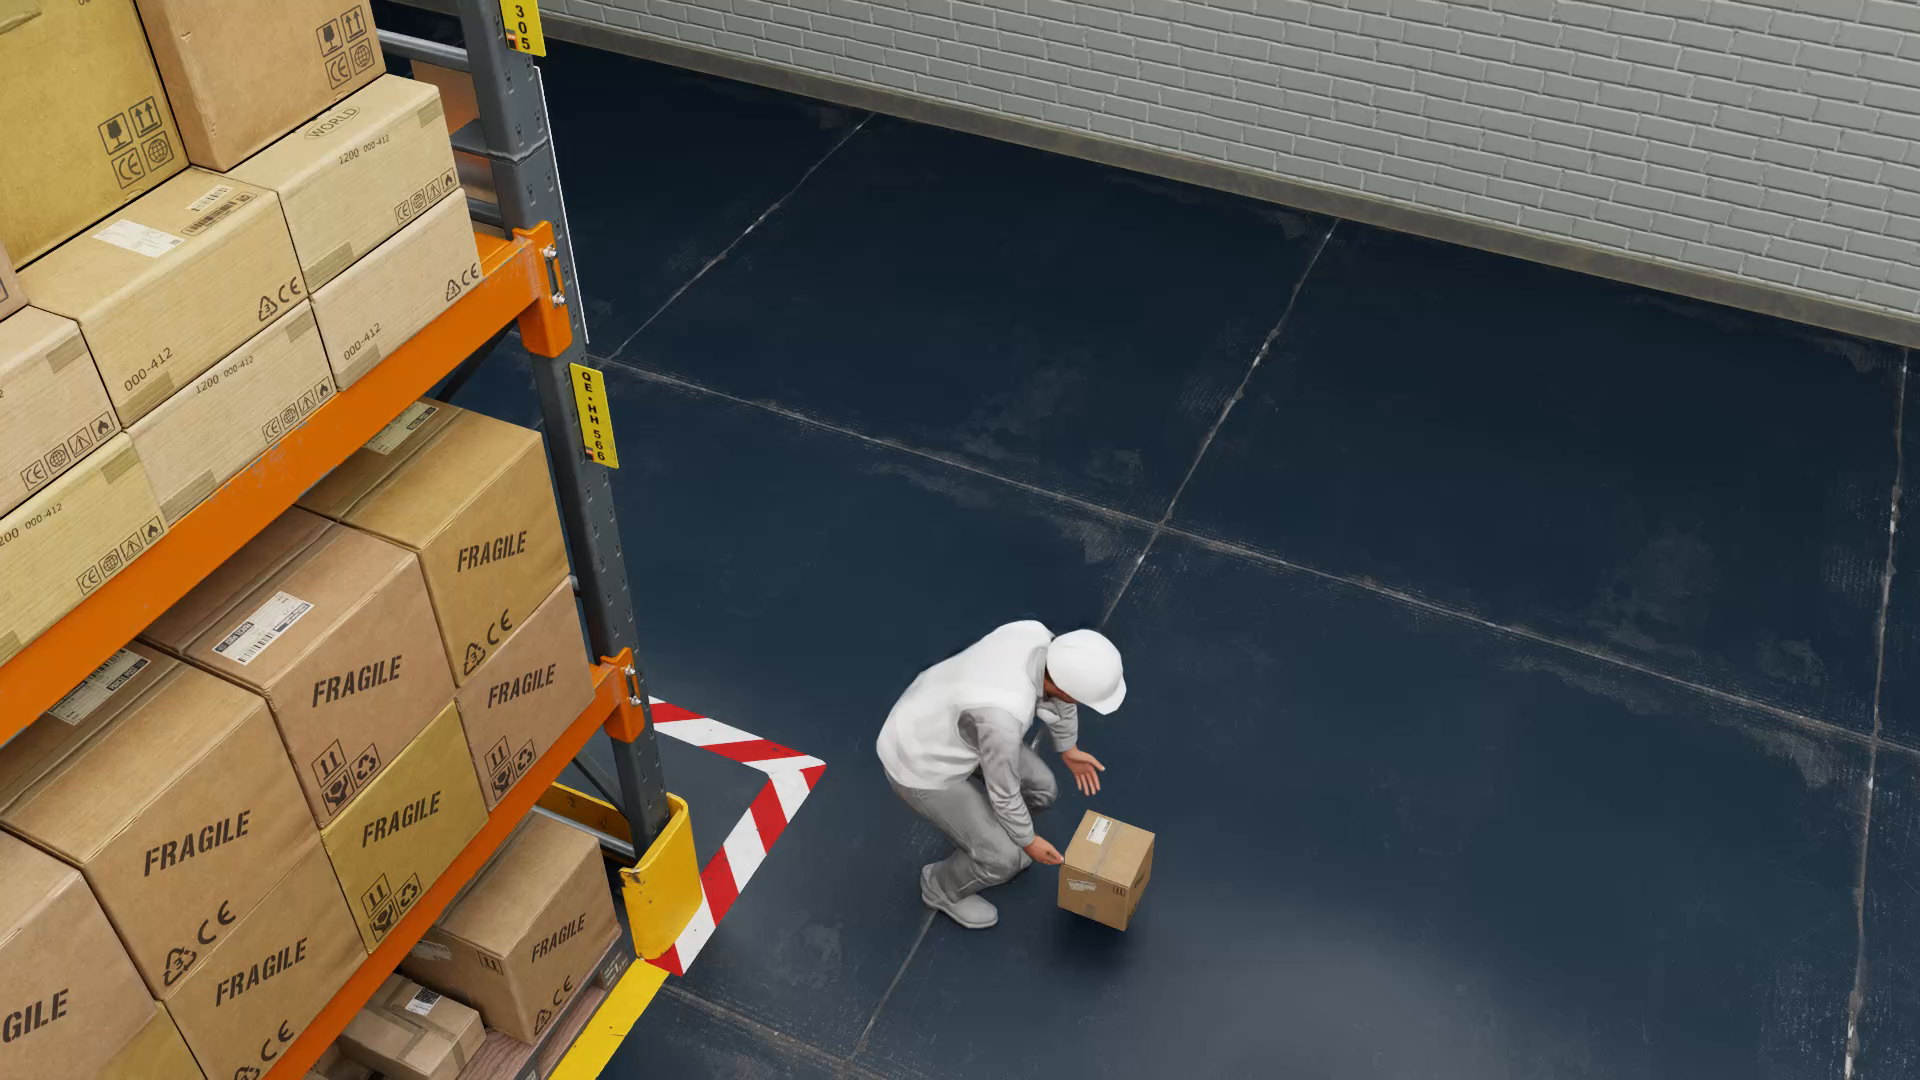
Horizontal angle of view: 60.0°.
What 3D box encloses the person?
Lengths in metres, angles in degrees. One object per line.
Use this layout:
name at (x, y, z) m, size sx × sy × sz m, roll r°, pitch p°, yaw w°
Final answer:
person at (0.140, 0.737, 5.624) m, size 0.797 × 1.363 × 0.590 m, roll 17°, pitch 45°, yaw 19°
